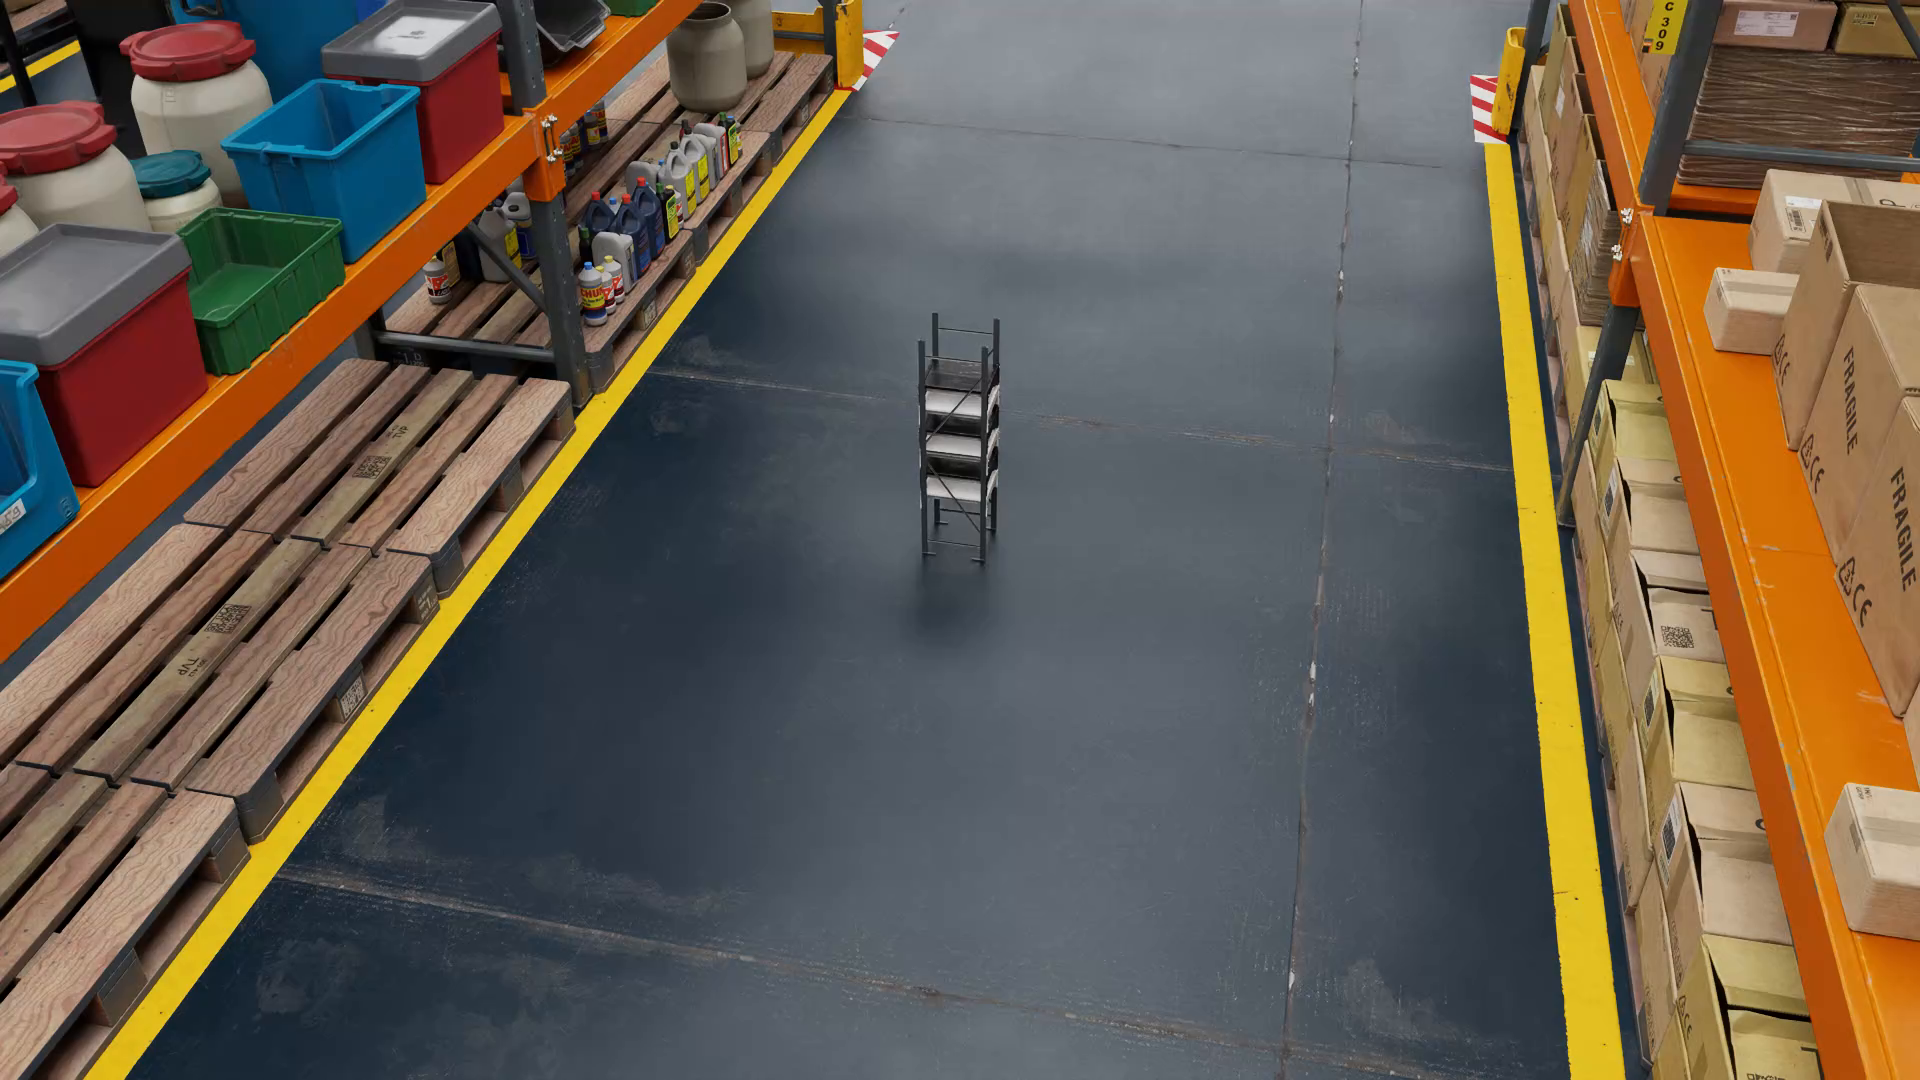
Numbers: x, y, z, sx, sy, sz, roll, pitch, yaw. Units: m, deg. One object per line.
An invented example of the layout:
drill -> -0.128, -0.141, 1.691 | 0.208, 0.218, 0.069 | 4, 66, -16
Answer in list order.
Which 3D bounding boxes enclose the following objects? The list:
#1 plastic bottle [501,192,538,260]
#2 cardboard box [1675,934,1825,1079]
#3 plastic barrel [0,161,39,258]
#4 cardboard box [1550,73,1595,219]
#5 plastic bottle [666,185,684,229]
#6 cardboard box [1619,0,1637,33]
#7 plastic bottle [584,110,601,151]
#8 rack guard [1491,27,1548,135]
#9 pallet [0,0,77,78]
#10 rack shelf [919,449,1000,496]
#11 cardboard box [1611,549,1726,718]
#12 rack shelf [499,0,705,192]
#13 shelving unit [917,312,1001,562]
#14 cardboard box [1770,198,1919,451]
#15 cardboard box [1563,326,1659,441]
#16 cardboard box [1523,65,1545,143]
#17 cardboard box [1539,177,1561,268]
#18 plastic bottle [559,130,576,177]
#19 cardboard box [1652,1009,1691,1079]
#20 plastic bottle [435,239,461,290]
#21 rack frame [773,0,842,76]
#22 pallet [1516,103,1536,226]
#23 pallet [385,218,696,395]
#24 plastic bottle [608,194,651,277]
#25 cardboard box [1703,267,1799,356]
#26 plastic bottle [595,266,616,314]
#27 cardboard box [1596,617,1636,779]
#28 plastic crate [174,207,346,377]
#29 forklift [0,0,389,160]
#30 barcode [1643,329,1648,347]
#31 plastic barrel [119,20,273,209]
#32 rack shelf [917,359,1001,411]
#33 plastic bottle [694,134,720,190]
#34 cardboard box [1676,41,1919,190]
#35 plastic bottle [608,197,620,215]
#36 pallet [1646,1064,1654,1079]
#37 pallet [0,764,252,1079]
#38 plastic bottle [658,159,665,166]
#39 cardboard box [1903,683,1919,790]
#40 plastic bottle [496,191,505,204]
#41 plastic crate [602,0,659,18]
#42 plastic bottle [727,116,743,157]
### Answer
plastic bottle -> -2.021, -1.444, 7.632 | 0.152, 0.276, 0.135 | 7, 37, 10
cardboard box -> 1.892, 1.145, 3.621 | 0.500, 0.311, 0.500 | 7, 36, 9
plastic barrel -> -2.736, -0.723, 4.576 | 0.433, 0.535, 0.433 | 0, 36, 0
cardboard box -> 2.970, -1.749, 7.453 | 0.500, 0.500, 0.500 | 7, 37, 10
plastic bottle -> -1.367, -1.581, 7.885 | 0.097, 0.201, 0.097 | 0, 36, 0
cardboard box -> 3.184, -2.414, 6.940 | 0.700, 0.500, 0.500 | 8, 37, 11
plastic bottle -> -1.927, -2.136, 8.651 | 0.097, 0.201, 0.097 | 0, 36, 0
rack guard -> 3.630, -2.529, 9.314 | 1.175, 0.500, 0.348 | 7, 37, 10
pallet -> -6.277, -3.138, 10.399 | 1.003, 0.211, 1.213 | 7, 37, 10
rack shelf -> -0.002, -0.260, 6.052 | 0.258, 0.077, 0.200 | 7, 37, 10
cardboard box -> 2.217, 0.271, 4.828 | 0.500, 0.311, 0.500 | 6, 36, 8
rack shelf -> -1.641, -2.713, 8.050 | 1.077, 0.370, 4.000 | 7, 37, 10
shelving unit -> -0.002, -0.360, 5.980 | 0.258, 0.900, 0.210 | 7, 37, 10
cardboard box -> 2.478, -0.535, 4.347 | 0.500, 0.500, 0.500 | 10, 37, 13
cardboard box -> 2.656, -0.584, 6.486 | 0.500, 0.250, 0.500 | 7, 37, 10
cardboard box -> 3.293, -2.305, 8.859 | 0.500, 0.250, 0.500 | 7, 37, 10
cardboard box -> 2.971, -1.445, 7.673 | 0.500, 0.250, 0.500 | 7, 37, 10
plastic bottle -> -2.000, -1.970, 8.362 | 0.097, 0.271, 0.097 | 0, 36, 0
cardboard box -> 1.897, 1.374, 3.784 | 0.500, 0.250, 0.500 | 7, 37, 9
plastic bottle -> -2.287, -1.253, 7.363 | 0.061, 0.283, 0.133 | 9, 37, 12
rack frame -> -1.214, -4.151, 9.421 | 1.000, 3.000, 0.127 | 7, 37, 10
pallet -> 3.502, -1.955, 8.767 | 1.003, 0.211, 1.213 | 7, 37, 10
pallet -> -1.884, -1.108, 7.599 | 1.003, 0.211, 1.213 | 7, 37, 10
plastic bottle -> -1.490, -1.374, 7.472 | 0.144, 0.351, 0.185 | 8, 37, 11
cardboard box -> 2.381, -0.650, 4.805 | 0.380, 0.149, 0.250 | 7, 37, 10
plastic bottle -> -1.550, -1.089, 7.206 | 0.097, 0.201, 0.097 | 0, 36, 0
cardboard box -> 2.224, 0.499, 4.990 | 0.500, 0.250, 0.500 | 6, 36, 9
plastic crate -> -2.164, -0.738, 4.893 | 0.450, 0.188, 0.662 | 7, 37, 10
forklift -> -4.186, -3.067, 7.985 | 1.130, 2.935, 3.031 | 11, 37, 14
barcode -> 2.309, -0.695, 5.590 | 0.001, 0.075, 0.075 | 7, 37, 10
plastic barrel -> -2.487, -1.392, 5.498 | 0.433, 0.535, 0.433 | 0, 36, 0
rack shelf -> -0.002, -0.551, 5.841 | 0.258, 0.077, 0.200 | 7, 37, 10
plastic bottle -> -1.288, -1.898, 8.258 | 0.152, 0.276, 0.135 | 6, 36, 9
cardboard box -> 2.859, -1.530, 5.720 | 0.700, 0.500, 0.500 | 6, 36, 9
plastic bottle -> -1.577, -1.440, 7.631 | 0.097, 0.271, 0.097 | 0, 36, 0
pallet -> 2.130, 1.721, 3.696 | 1.003, 0.211, 1.213 | 7, 37, 10
pallet -> -2.719, 1.125, 4.517 | 1.003, 0.211, 1.213 | 7, 37, 10
plastic bottle -> -1.447, -1.762, 8.135 | 0.097, 0.201, 0.097 | 0, 36, 0
cardboard box -> 2.133, 0.422, 3.325 | 0.380, 0.149, 0.250 | 10, 37, 13
plastic bottle -> -2.177, -1.550, 7.772 | 0.061, 0.283, 0.133 | 10, 37, 13
plastic crate -> -1.502, -2.515, 7.344 | 0.450, 0.188, 0.662 | 7, 37, 10
plastic bottle -> -1.178, -2.088, 8.584 | 0.097, 0.201, 0.097 | 0, 36, 0
